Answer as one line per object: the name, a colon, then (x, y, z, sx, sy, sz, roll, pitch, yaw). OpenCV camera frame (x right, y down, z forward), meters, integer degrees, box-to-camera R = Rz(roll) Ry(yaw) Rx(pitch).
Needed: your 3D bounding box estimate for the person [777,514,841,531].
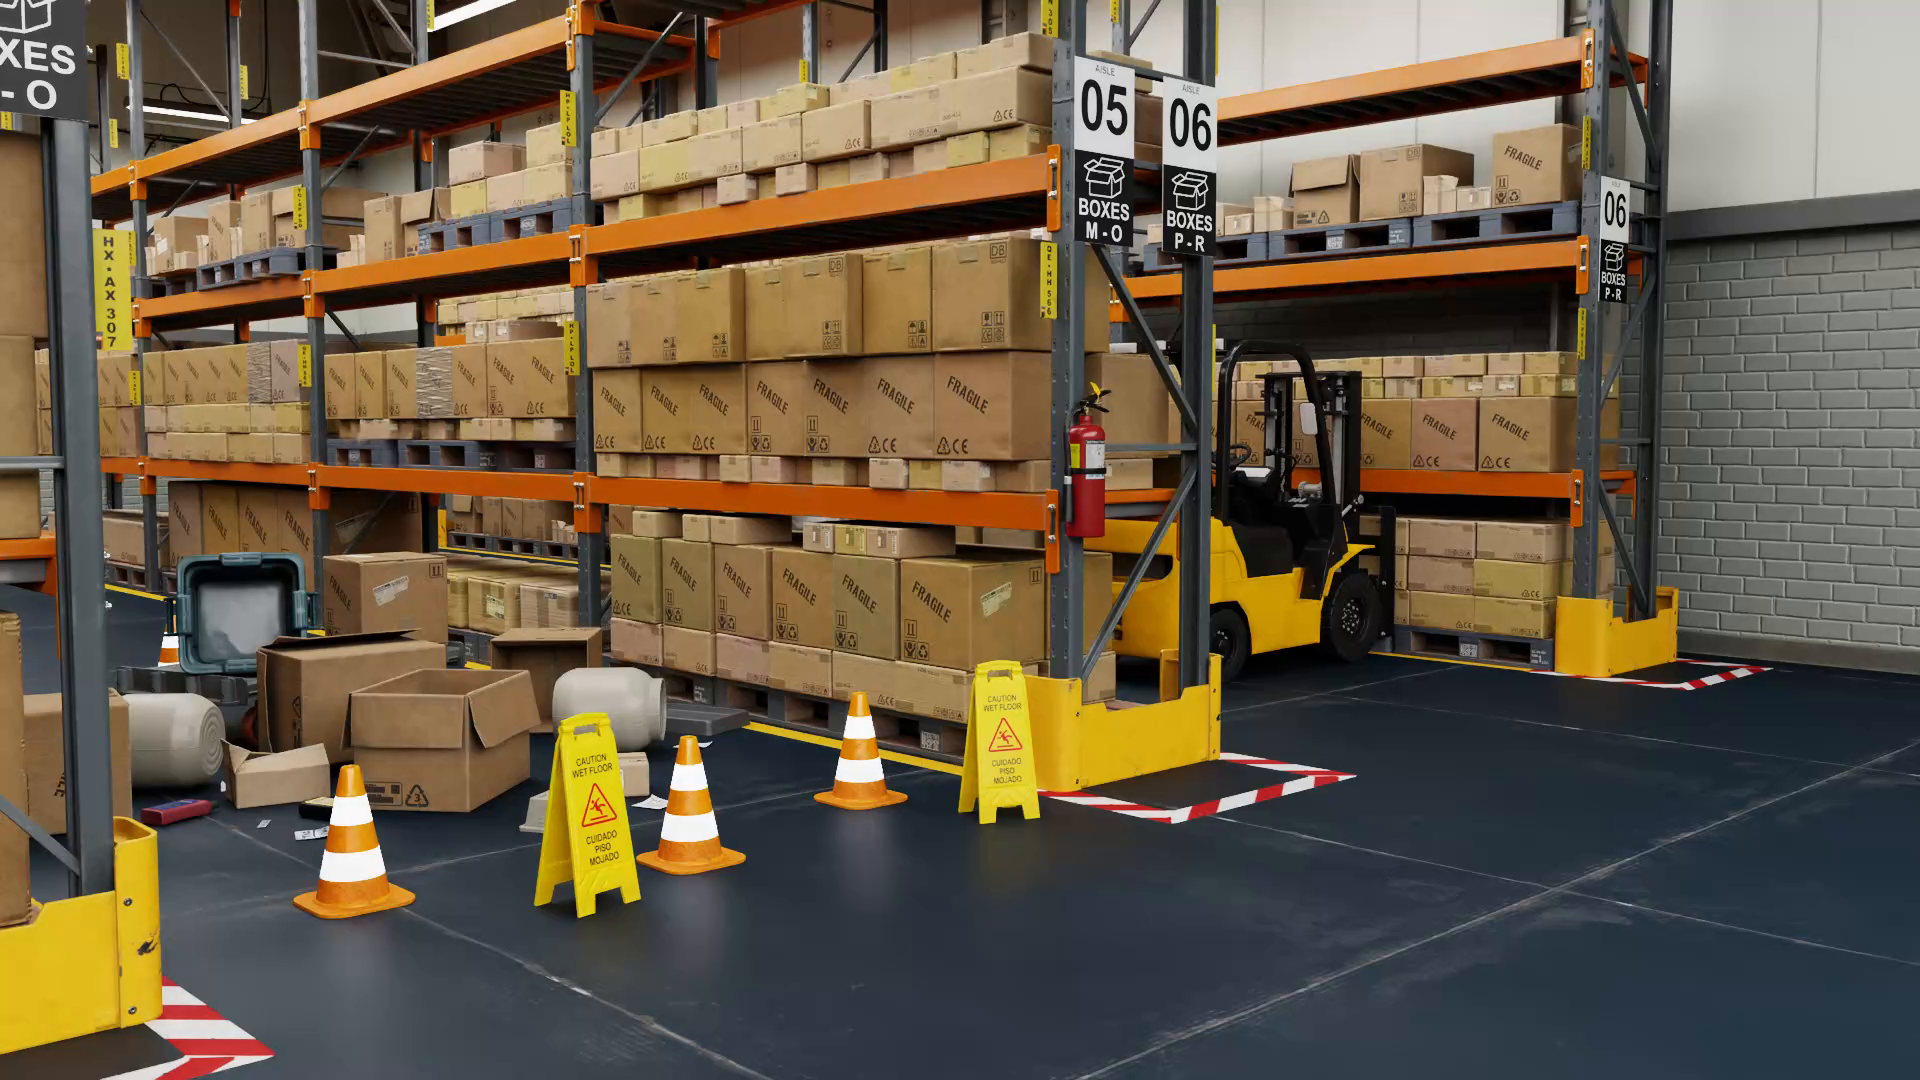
person: (-1.089, -0.054, 11.780, 0.541, 1.731, 0.405, -4, 5, -43)
